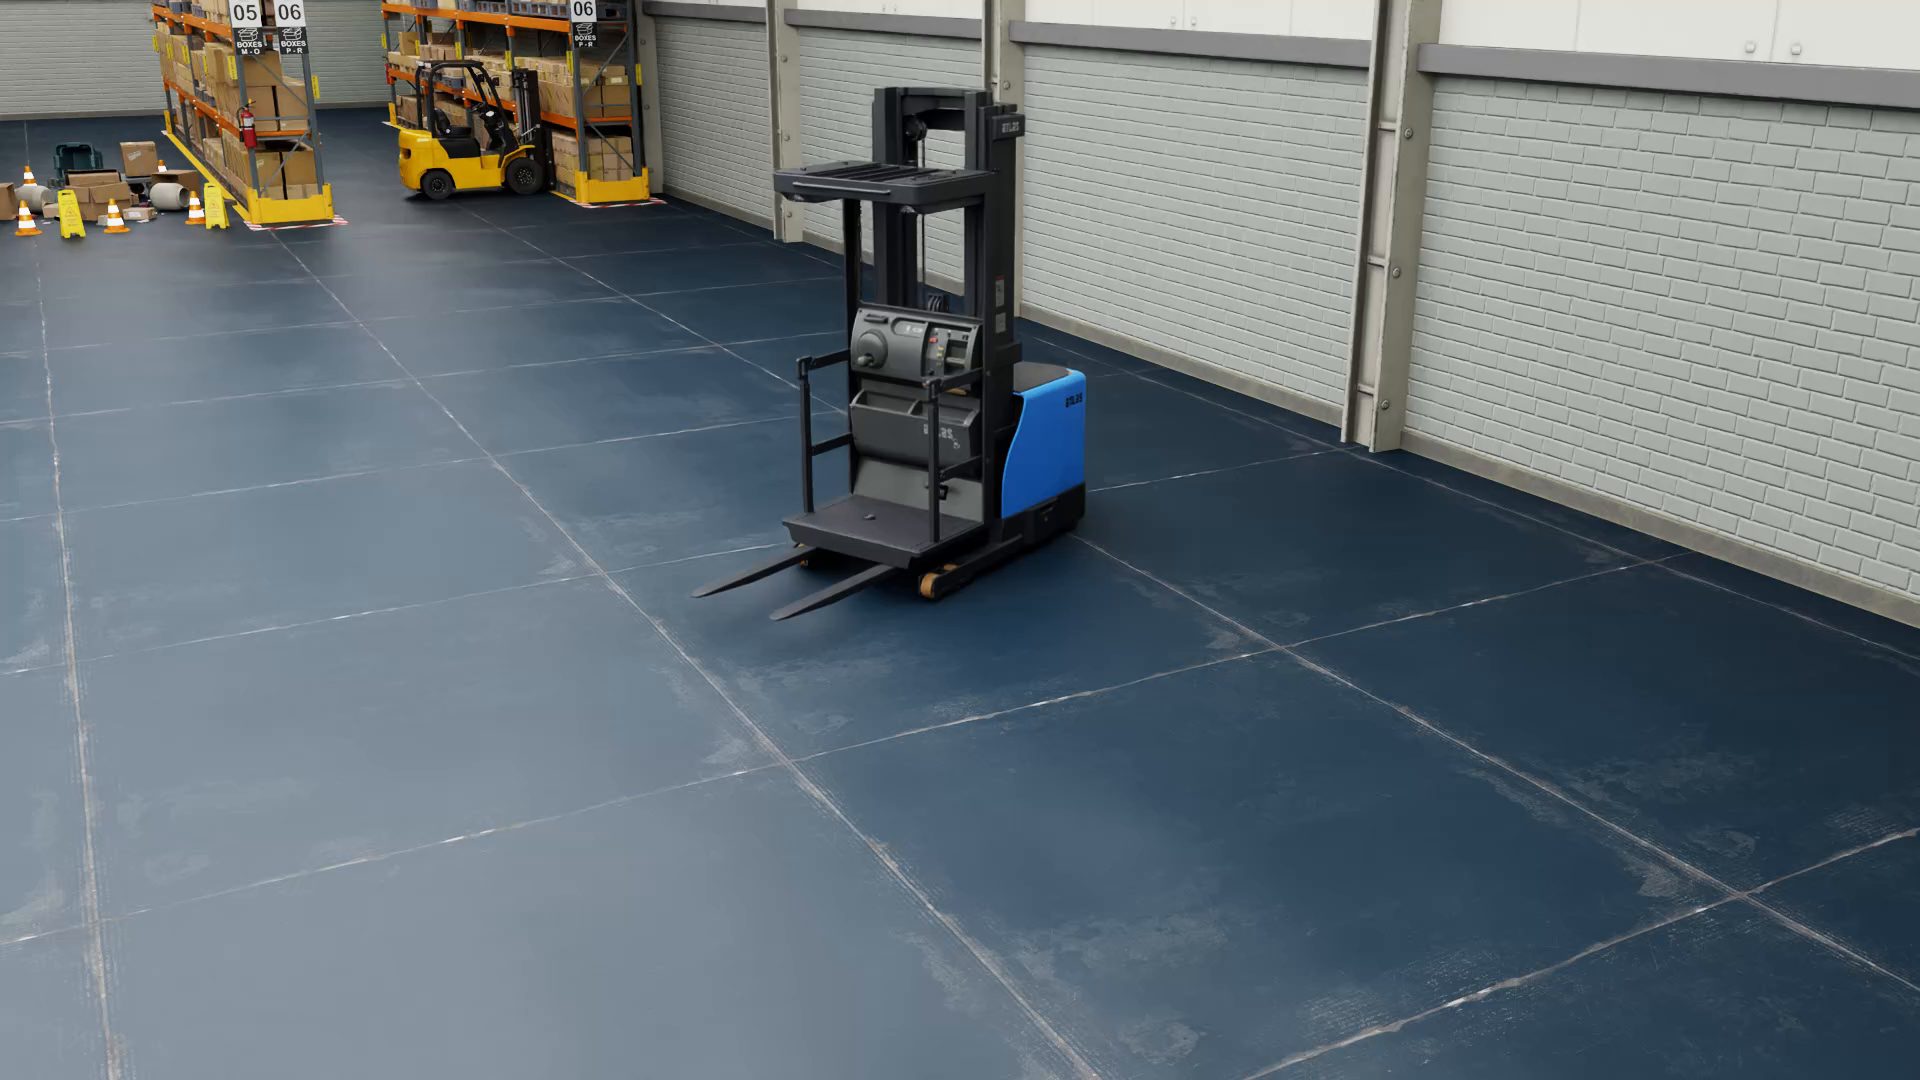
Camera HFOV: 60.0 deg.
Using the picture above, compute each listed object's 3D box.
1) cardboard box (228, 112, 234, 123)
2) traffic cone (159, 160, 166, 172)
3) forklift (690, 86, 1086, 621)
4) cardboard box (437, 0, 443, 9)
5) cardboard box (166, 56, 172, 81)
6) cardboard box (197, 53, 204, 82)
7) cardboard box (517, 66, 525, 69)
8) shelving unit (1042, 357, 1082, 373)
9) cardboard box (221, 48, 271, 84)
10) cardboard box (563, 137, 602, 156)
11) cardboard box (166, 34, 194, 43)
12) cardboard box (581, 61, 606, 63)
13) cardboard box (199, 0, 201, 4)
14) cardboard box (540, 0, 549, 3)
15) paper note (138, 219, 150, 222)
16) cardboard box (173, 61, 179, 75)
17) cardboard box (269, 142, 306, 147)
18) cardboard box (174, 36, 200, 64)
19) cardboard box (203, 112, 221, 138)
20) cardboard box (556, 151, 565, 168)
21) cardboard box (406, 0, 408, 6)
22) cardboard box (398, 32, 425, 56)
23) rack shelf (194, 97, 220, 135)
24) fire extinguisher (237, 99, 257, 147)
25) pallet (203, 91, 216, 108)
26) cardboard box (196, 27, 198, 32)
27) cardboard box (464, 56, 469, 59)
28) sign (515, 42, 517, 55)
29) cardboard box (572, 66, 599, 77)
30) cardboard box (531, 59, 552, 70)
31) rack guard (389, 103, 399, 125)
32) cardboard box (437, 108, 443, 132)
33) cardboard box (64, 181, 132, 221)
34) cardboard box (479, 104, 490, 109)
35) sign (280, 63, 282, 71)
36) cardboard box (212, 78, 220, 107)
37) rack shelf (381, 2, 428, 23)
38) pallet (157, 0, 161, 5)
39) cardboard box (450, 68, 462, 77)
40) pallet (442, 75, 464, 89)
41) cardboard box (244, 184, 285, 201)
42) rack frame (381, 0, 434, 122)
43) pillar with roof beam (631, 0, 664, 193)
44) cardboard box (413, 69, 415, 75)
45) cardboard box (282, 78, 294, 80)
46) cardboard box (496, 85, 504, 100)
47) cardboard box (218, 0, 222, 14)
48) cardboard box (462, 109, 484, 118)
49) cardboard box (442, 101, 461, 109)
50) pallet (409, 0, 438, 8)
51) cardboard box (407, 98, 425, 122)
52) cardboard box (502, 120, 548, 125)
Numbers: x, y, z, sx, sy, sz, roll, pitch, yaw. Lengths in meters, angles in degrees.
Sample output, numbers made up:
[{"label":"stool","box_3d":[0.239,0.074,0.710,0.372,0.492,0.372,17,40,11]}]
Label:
[{"label":"cardboard box","box_3d":[-11.361,-6.698,26.328,0.380,0.149,0.250,-10,21,-27]},{"label":"traffic cone","box_3d":[-13.793,-6.333,28.775,0.336,0.463,0.334,-10,21,-27]},{"label":"forklift","box_3d":[-0.406,-1.199,10.114,1.130,2.935,3.031,13,23,33]},{"label":"cardboard box","box_3d":[-10.439,-11.056,34.205,0.500,0.250,0.500,-10,21,-27]},{"label":"cardboard box","box_3d":[-16.717,-10.119,35.706,0.500,0.500,0.500,-10,22,-27]},{"label":"cardboard box","box_3d":[-13.349,-8.463,29.805,0.500,0.500,0.500,-10,21,-26]},{"label":"cardboard box","box_3d":[-7.685,-8.385,29.684,0.380,0.149,0.250,-10,22,-28]},{"label":"shelving unit","box_3d":[0.714,-0.728,11.622,0.215,1.050,0.252,-7,20,-15]},{"label":"cardboard box","box_3d":[-10.741,-7.165,25.154,0.700,0.500,0.500,-10,21,-26]},{"label":"cardboard box","box_3d":[-6.199,-6.470,27.322,0.500,0.250,0.500,-9,21,-25]},{"label":"cardboard box","box_3d":[-16.238,-10.302,34.703,0.500,0.500,0.500,-10,21,-27]},{"label":"cardboard box","box_3d":[-6.199,-8.029,28.196,0.380,0.149,0.250,-11,22,-28]},{"label":"cardboard box","box_3d":[-12.854,-9.377,28.694,0.500,0.250,0.500,-10,21,-26]},{"label":"cardboard box","box_3d":[-6.529,-9.125,27.427,0.700,0.500,0.500,-10,21,-26]},{"label":"paper note","box_3d":[-12.273,-4.804,25.008,0.142,0.019,0.148,16,25,39]},{"label":"cardboard box","box_3d":[-15.810,-9.685,34.064,0.500,0.250,0.500,-11,22,-28]},{"label":"cardboard box","box_3d":[-10.707,-6.074,26.557,0.500,0.500,0.500,-10,21,-26]},{"label":"cardboard box","box_3d":[-15.313,-9.753,33.110,0.500,0.500,0.500,-11,22,-28]},{"label":"cardboard box","box_3d":[-14.126,-7.947,32.176,0.875,0.875,0.875,-10,22,-27]},{"label":"cardboard box","box_3d":[-6.441,-6.387,27.847,0.500,0.250,0.500,-10,22,-27]},{"label":"cardboard box","box_3d":[-12.181,-12.037,37.202,0.380,0.149,0.250,-10,21,-27]},{"label":"cardboard box","box_3d":[-12.613,-11.430,38.280,0.500,0.500,0.500,-9,21,-25]},{"label":"rack shelf","box_3d":[-12.921,-7.627,29.740,1.077,0.370,4.000,-10,21,-27]},{"label":"fire extinguisher","box_3d":[-10.424,-6.104,24.341,0.296,0.674,0.183,-10,21,-27]},{"label":"pallet","box_3d":[-12.895,-7.889,29.689,1.003,0.211,1.213,-10,21,-27]},{"label":"cardboard box","box_3d":[-15.828,-10.718,34.914,0.380,0.149,0.250,-10,21,-26]},{"label":"cardboard box","box_3d":[-9.612,-9.528,32.998,0.380,0.149,0.250,-9,21,-25]},{"label":"sign","box_3d":[-9.018,-9.946,33.580,0.100,0.325,0.005,-10,21,-27]},{"label":"cardboard box","box_3d":[-6.061,-7.580,26.895,0.380,0.149,0.250,-10,21,-27]},{"label":"cardboard box","box_3d":[-7.203,-8.227,28.771,0.380,0.149,0.250,-10,22,-28]},{"label":"rack guard","box_3d":[-13.267,-10.404,40.517,1.175,0.500,0.348,-10,21,-27]},{"label":"cardboard box","box_3d":[-11.111,-9.152,36.242,0.500,0.500,0.500,-10,22,-27]},{"label":"cardboard box","box_3d":[-13.134,-5.177,25.363,0.637,0.503,0.797,7,20,20]},{"label":"cardboard box","box_3d":[-9.983,-9.132,35.192,0.380,0.149,0.250,-10,22,-28]},{"label":"sign","box_3d":[-11.498,-7.889,28.067,0.100,0.325,0.005,-10,21,-27]},{"label":"cardboard box","box_3d":[-12.008,-7.412,27.402,0.500,0.500,0.500,-10,21,-27]},{"label":"rack shelf","box_3d":[-12.354,-12.112,38.137,1.077,0.370,4.000,-10,21,-27]},{"label":"pallet","box_3d":[-16.725,-11.652,35.838,1.003,0.211,1.213,-10,21,-27]},{"label":"cardboard box","box_3d":[-10.154,-9.520,33.864,0.380,0.149,0.250,-10,21,-26]},{"label":"pallet","box_3d":[-9.888,-9.404,34.081,1.213,0.211,1.003,-10,21,-27]},{"label":"cardboard box","box_3d":[-10.704,-5.341,25.582,0.500,0.250,0.500,-10,21,-27]},{"label":"rack frame","box_3d":[-13.304,-11.608,40.173,1.000,3.000,0.127,-10,21,-27]},{"label":"pillar with roof beam","box_3d":[-9.032,-9.523,24.935,9.100,9.000,0.400,-10,21,-27]},{"label":"cardboard box","box_3d":[-12.166,-10.615,37.681,0.380,0.149,0.250,-9,21,-25]},{"label":"cardboard box","box_3d":[-10.794,-7.051,26.357,0.500,0.500,0.500,-10,22,-28]},{"label":"cardboard box","box_3d":[-8.318,-8.340,30.932,0.500,0.250,0.500,-10,21,-27]},{"label":"cardboard box","box_3d":[-10.778,-7.984,24.847,0.500,0.250,0.500,-10,22,-27]},{"label":"cardboard box","box_3d":[-9.962,-8.737,34.048,0.380,0.149,0.250,-11,22,-29]},{"label":"cardboard box","box_3d":[-10.994,-9.423,36.035,0.380,0.149,0.250,-10,22,-28]},{"label":"pallet","box_3d":[-11.156,-11.591,35.812,1.213,0.211,1.003,-10,21,-27]},{"label":"cardboard box","box_3d":[-12.562,-10.016,38.747,0.500,0.500,0.500,-10,21,-26]},{"label":"cardboard box","box_3d":[-8.225,-7.611,31.587,0.875,0.625,0.625,-10,22,-27]}]
